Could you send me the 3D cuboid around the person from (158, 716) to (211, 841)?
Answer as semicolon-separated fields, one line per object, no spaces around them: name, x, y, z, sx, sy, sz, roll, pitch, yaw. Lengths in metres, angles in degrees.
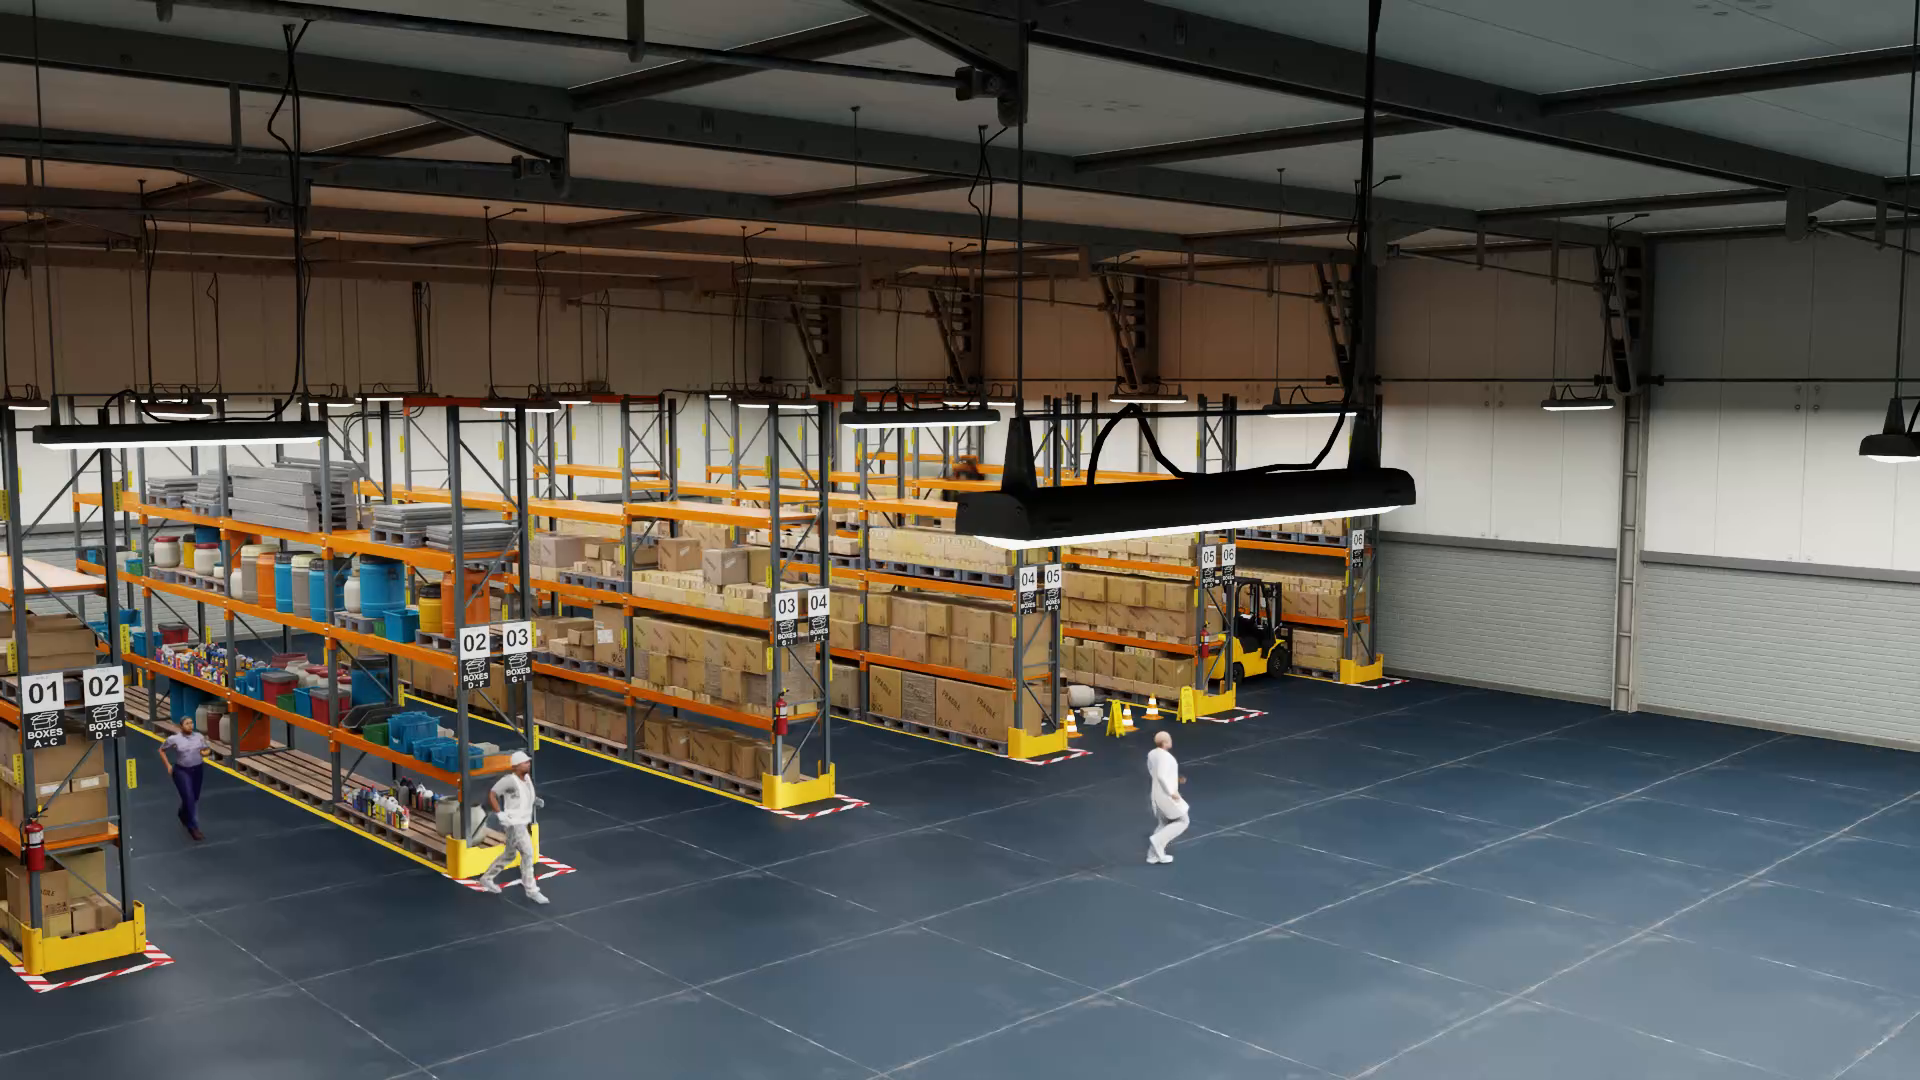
person;-10.721;3.265;23.104;0.903;1.668;0.596;4;7;36

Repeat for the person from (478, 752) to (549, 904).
person;-5.432;3.481;20.349;0.938;1.791;0.708;0;6;3

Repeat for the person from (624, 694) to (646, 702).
person;-6.368;2.361;32.681;0.698;1.719;0.592;5;8;43

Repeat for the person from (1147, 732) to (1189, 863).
person;2.725;3.362;21.757;0.622;1.735;0.699;-2;6;-19
